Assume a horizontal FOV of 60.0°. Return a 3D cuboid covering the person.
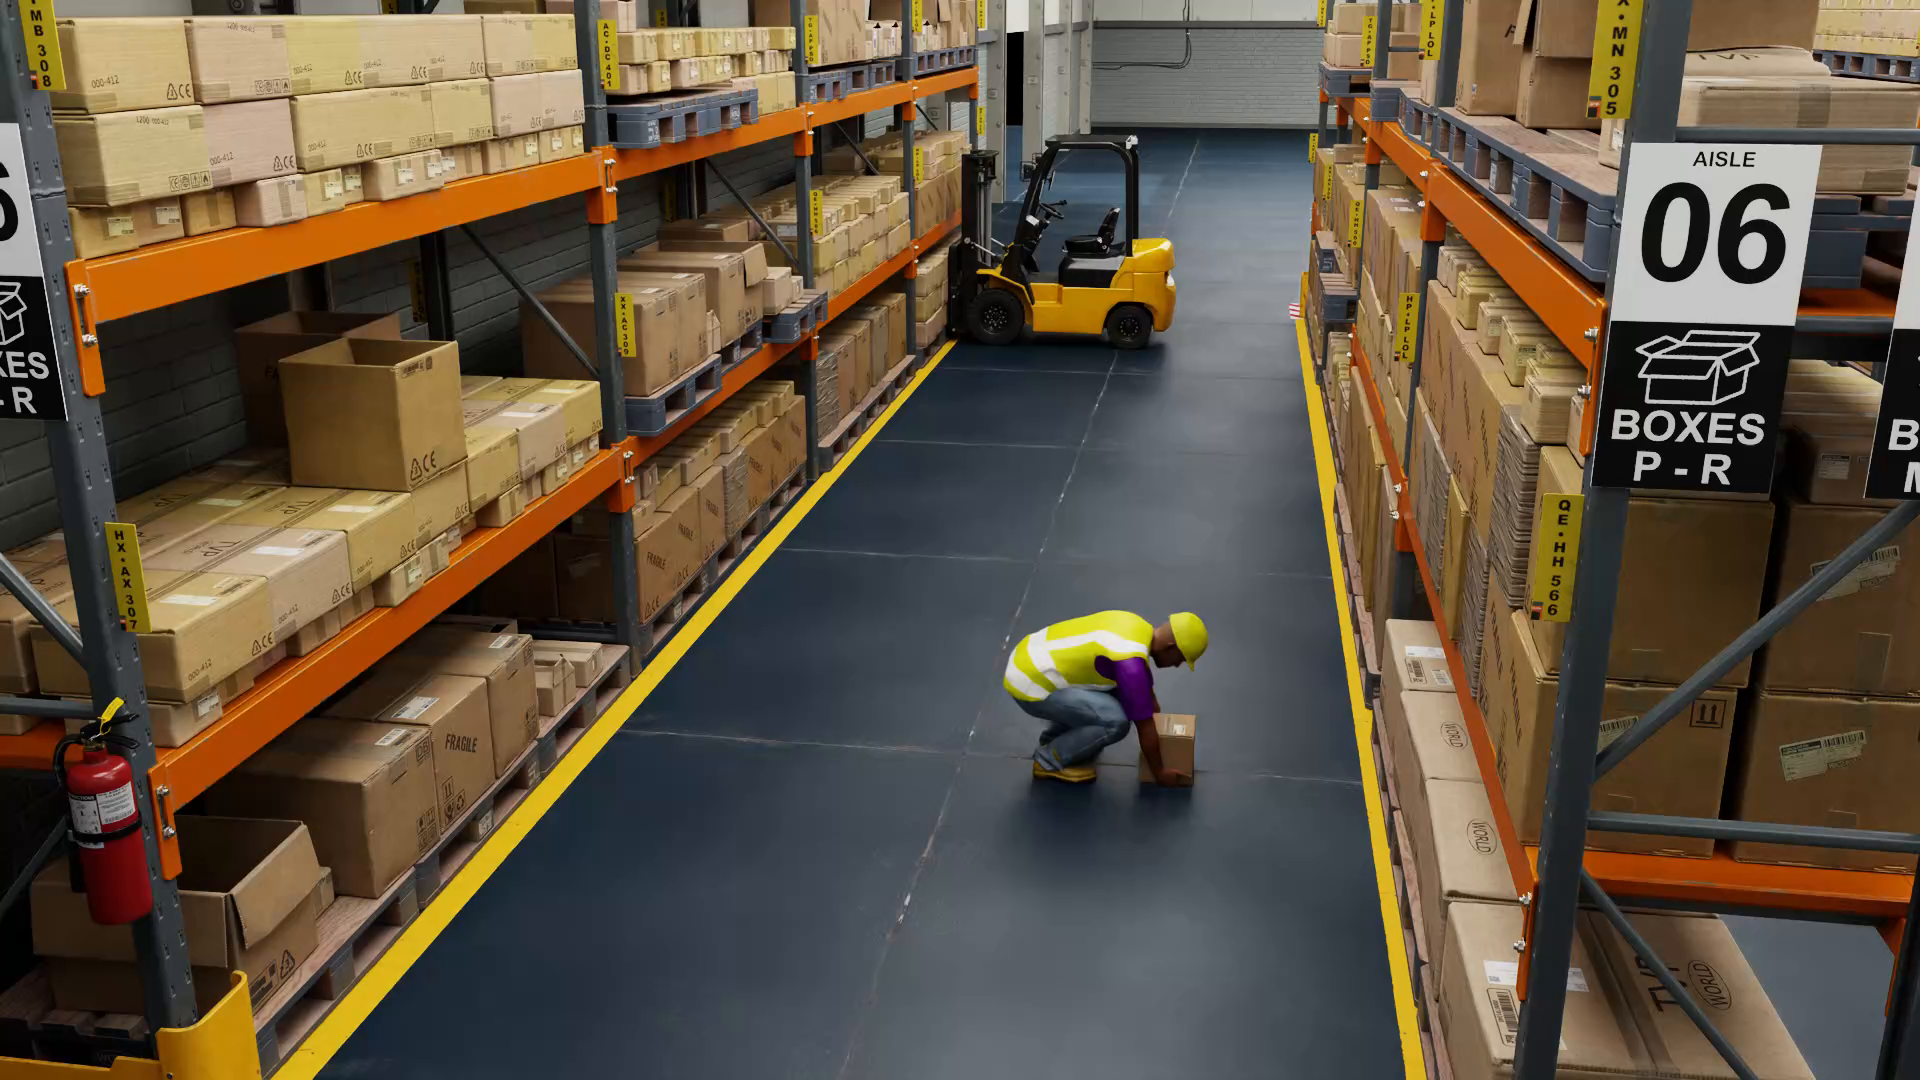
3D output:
[{"bbox_3d":[0.686,0.735,7.898,0.949,0.846,0.532,2,18,8],"label":"person"}]
